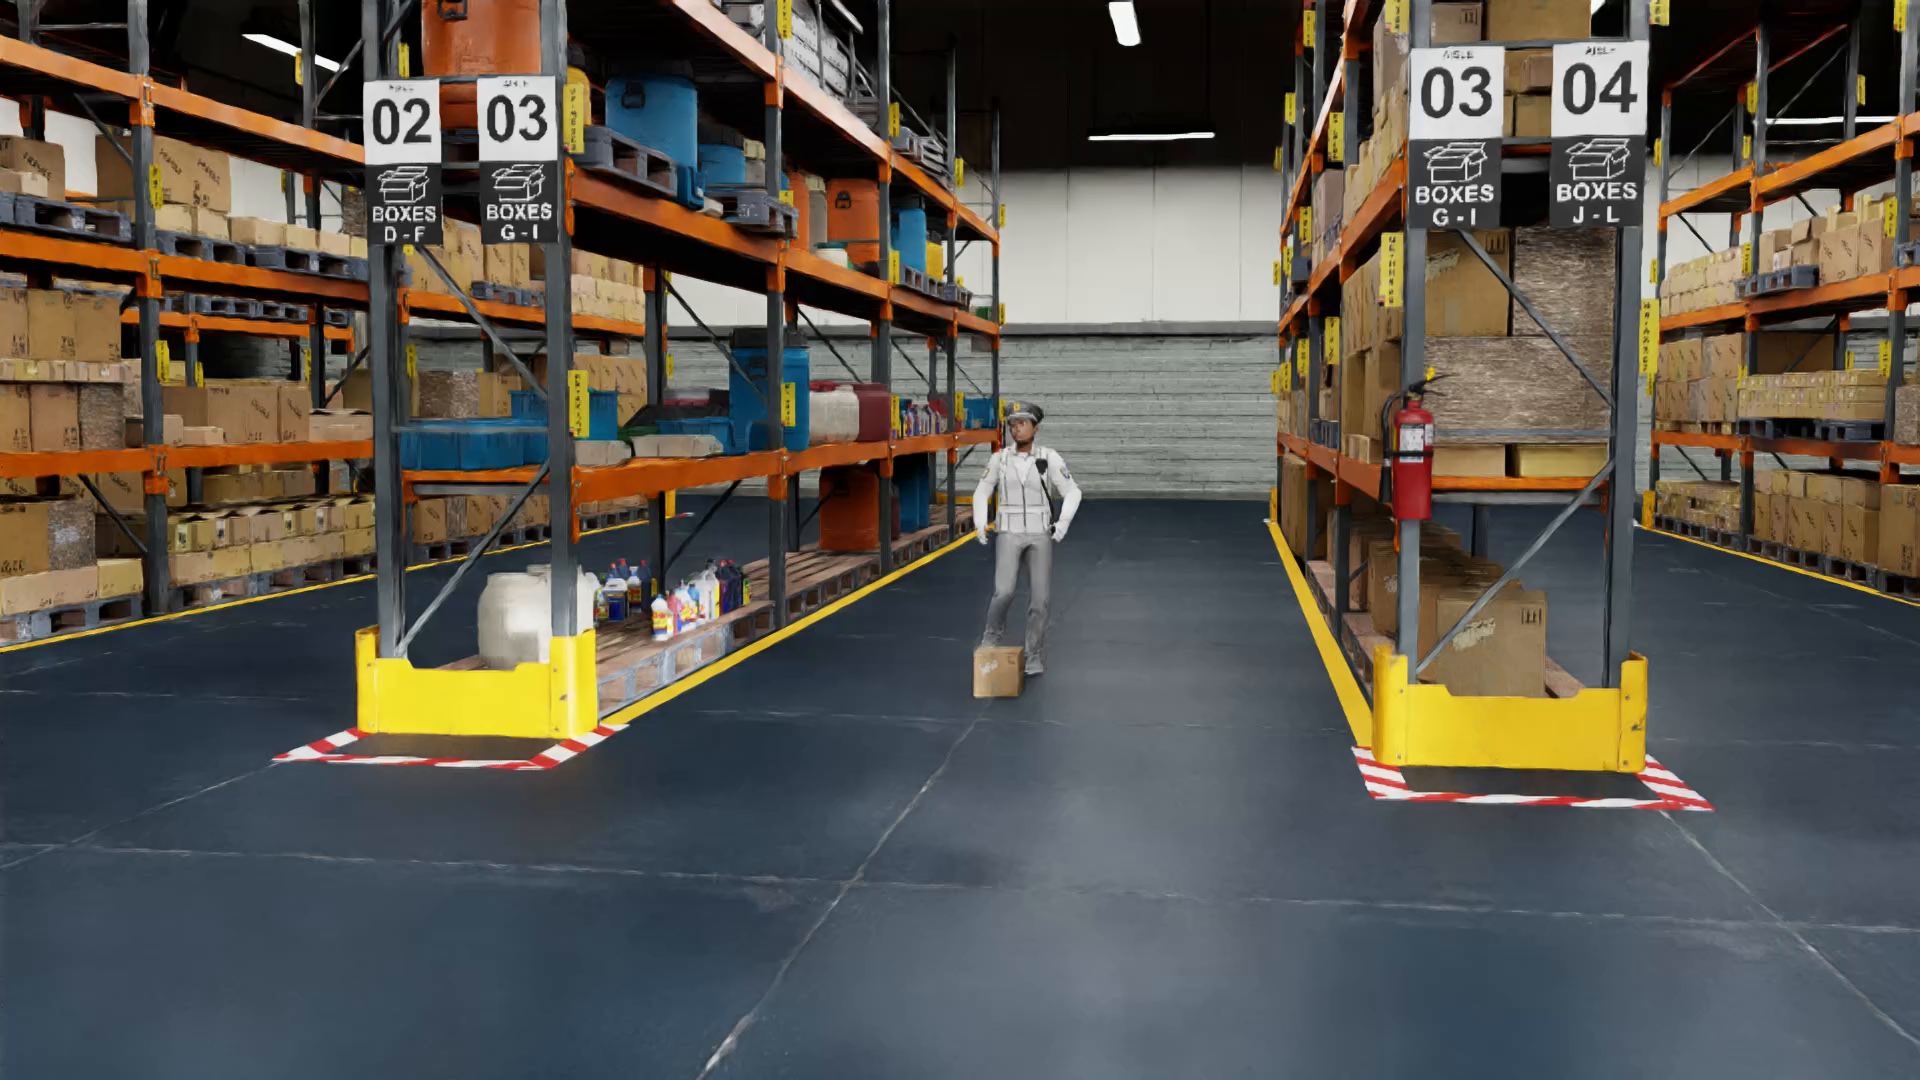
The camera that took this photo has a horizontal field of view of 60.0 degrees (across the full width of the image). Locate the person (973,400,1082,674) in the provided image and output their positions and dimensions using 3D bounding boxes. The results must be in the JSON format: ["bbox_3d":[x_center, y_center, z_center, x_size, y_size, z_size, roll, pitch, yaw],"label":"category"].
[{"bbox_3d":[0.416,-0.015,10.142,0.660,1.667,0.467,0,5,-2],"label":"person"}]
